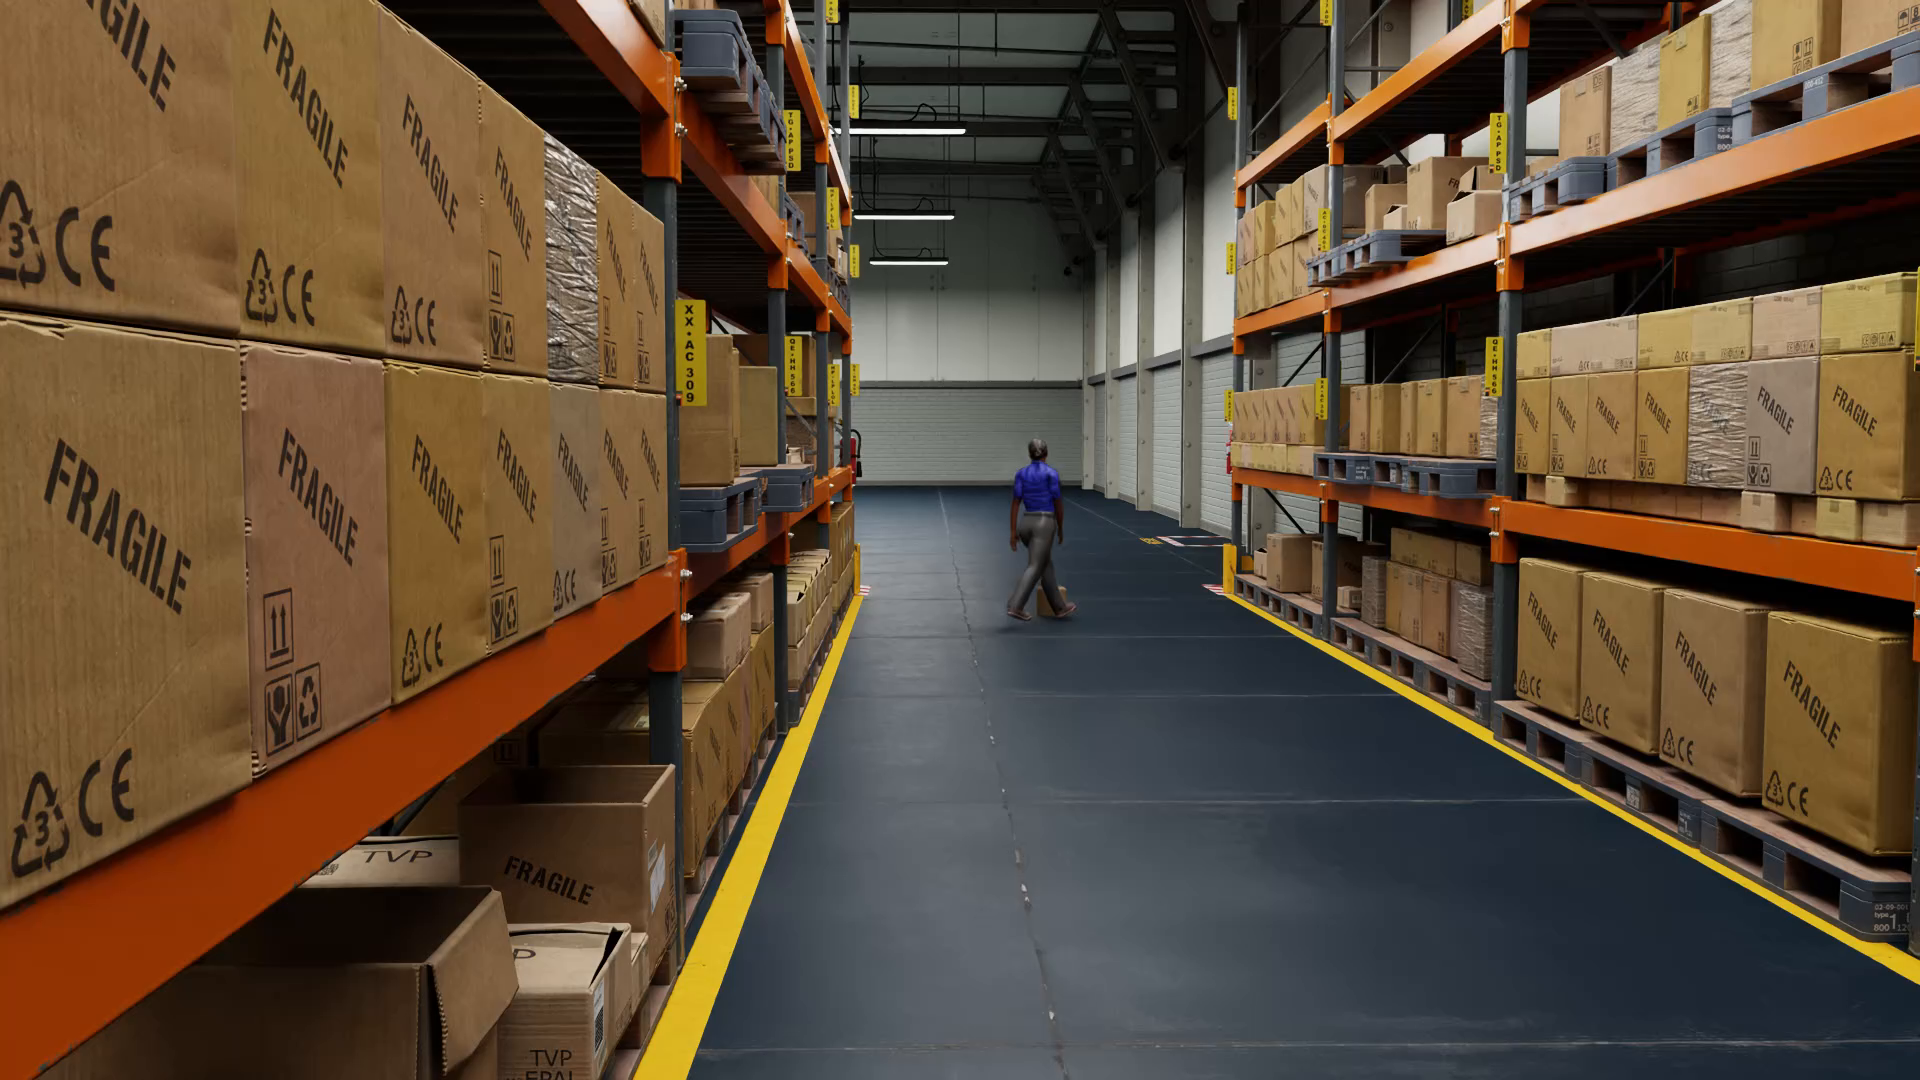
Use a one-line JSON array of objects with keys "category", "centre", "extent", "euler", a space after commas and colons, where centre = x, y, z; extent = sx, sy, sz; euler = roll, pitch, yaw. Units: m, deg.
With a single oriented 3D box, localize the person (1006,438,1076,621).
[{"category": "person", "centre": [0.668, -0.091, 14.563], "extent": [0.433, 1.602, 1.029], "euler": [4, 5, 43]}]
